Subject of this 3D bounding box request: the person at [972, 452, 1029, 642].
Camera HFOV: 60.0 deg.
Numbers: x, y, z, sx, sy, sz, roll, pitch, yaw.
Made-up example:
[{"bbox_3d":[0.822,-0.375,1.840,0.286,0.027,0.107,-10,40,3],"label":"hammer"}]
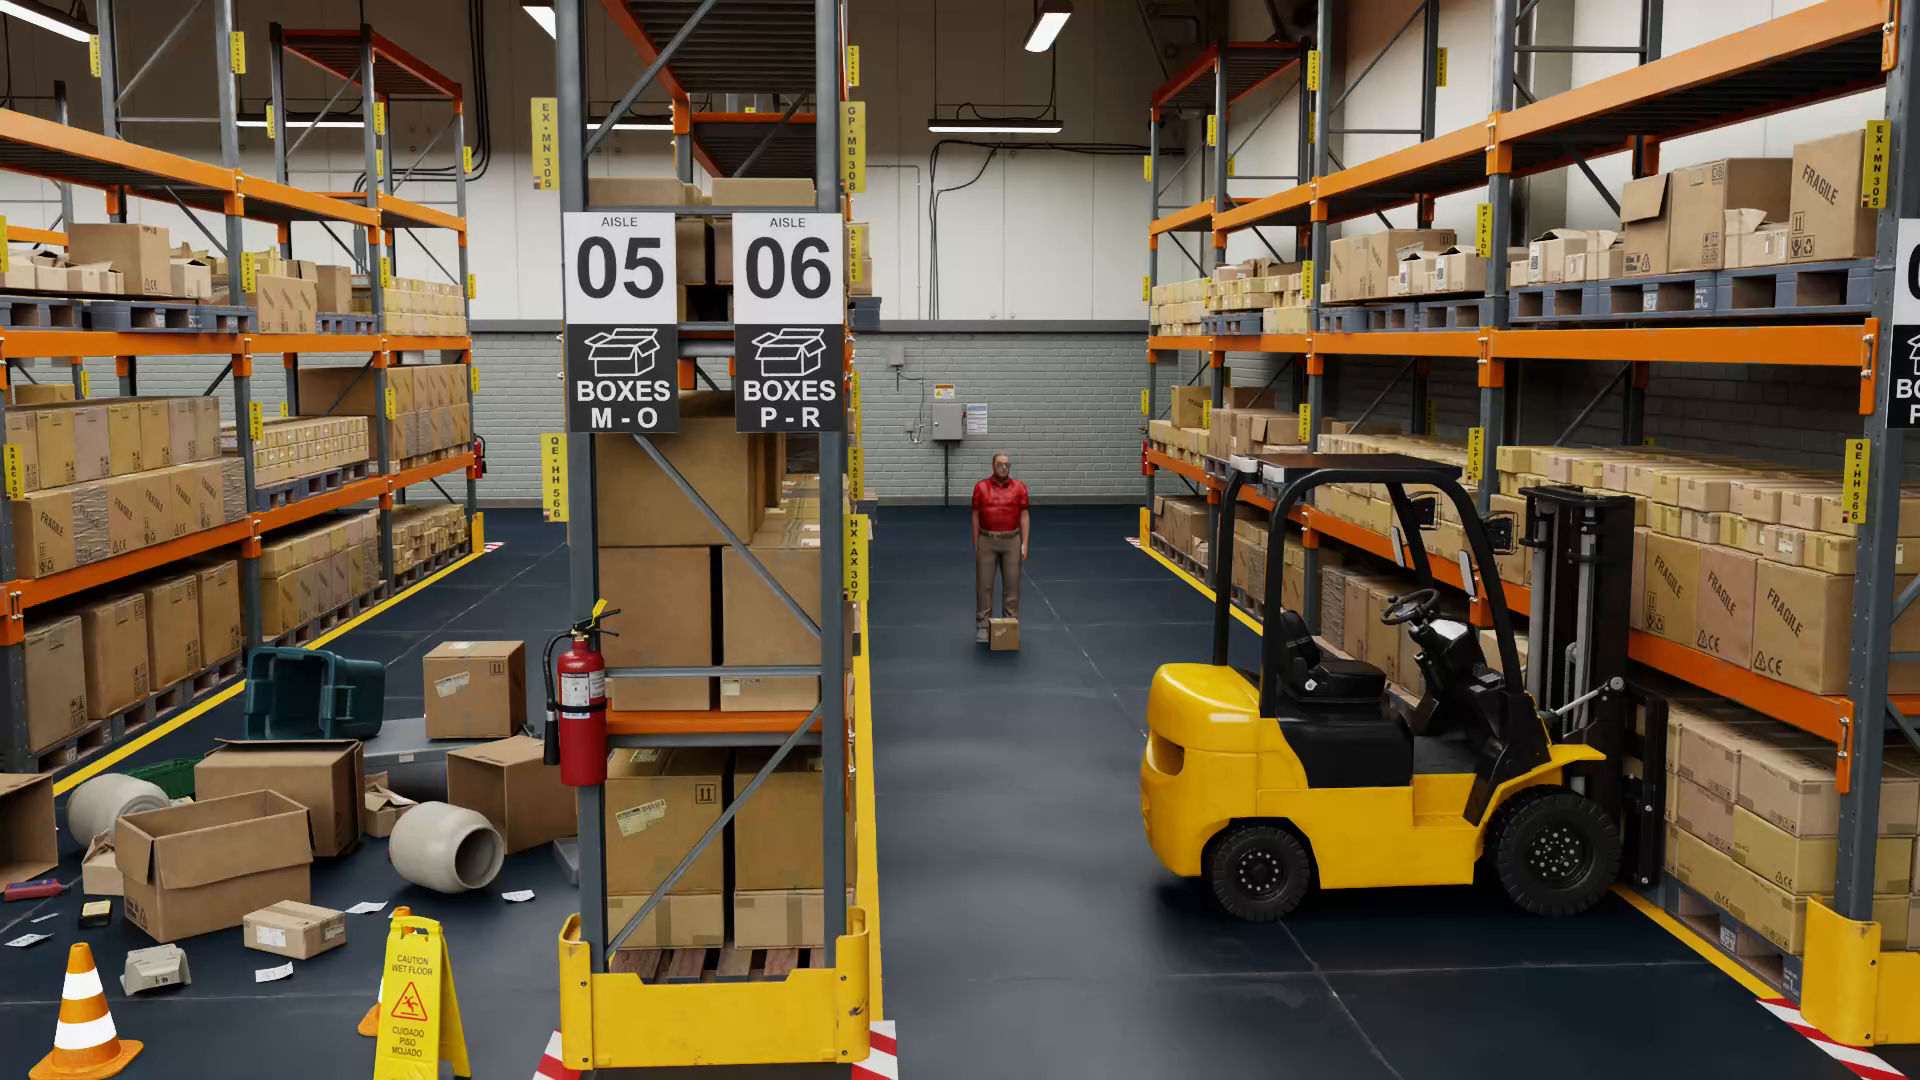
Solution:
[{"bbox_3d":[0.377,0.062,15.332,0.531,1.739,0.363,0,7,-3],"label":"person"}]
